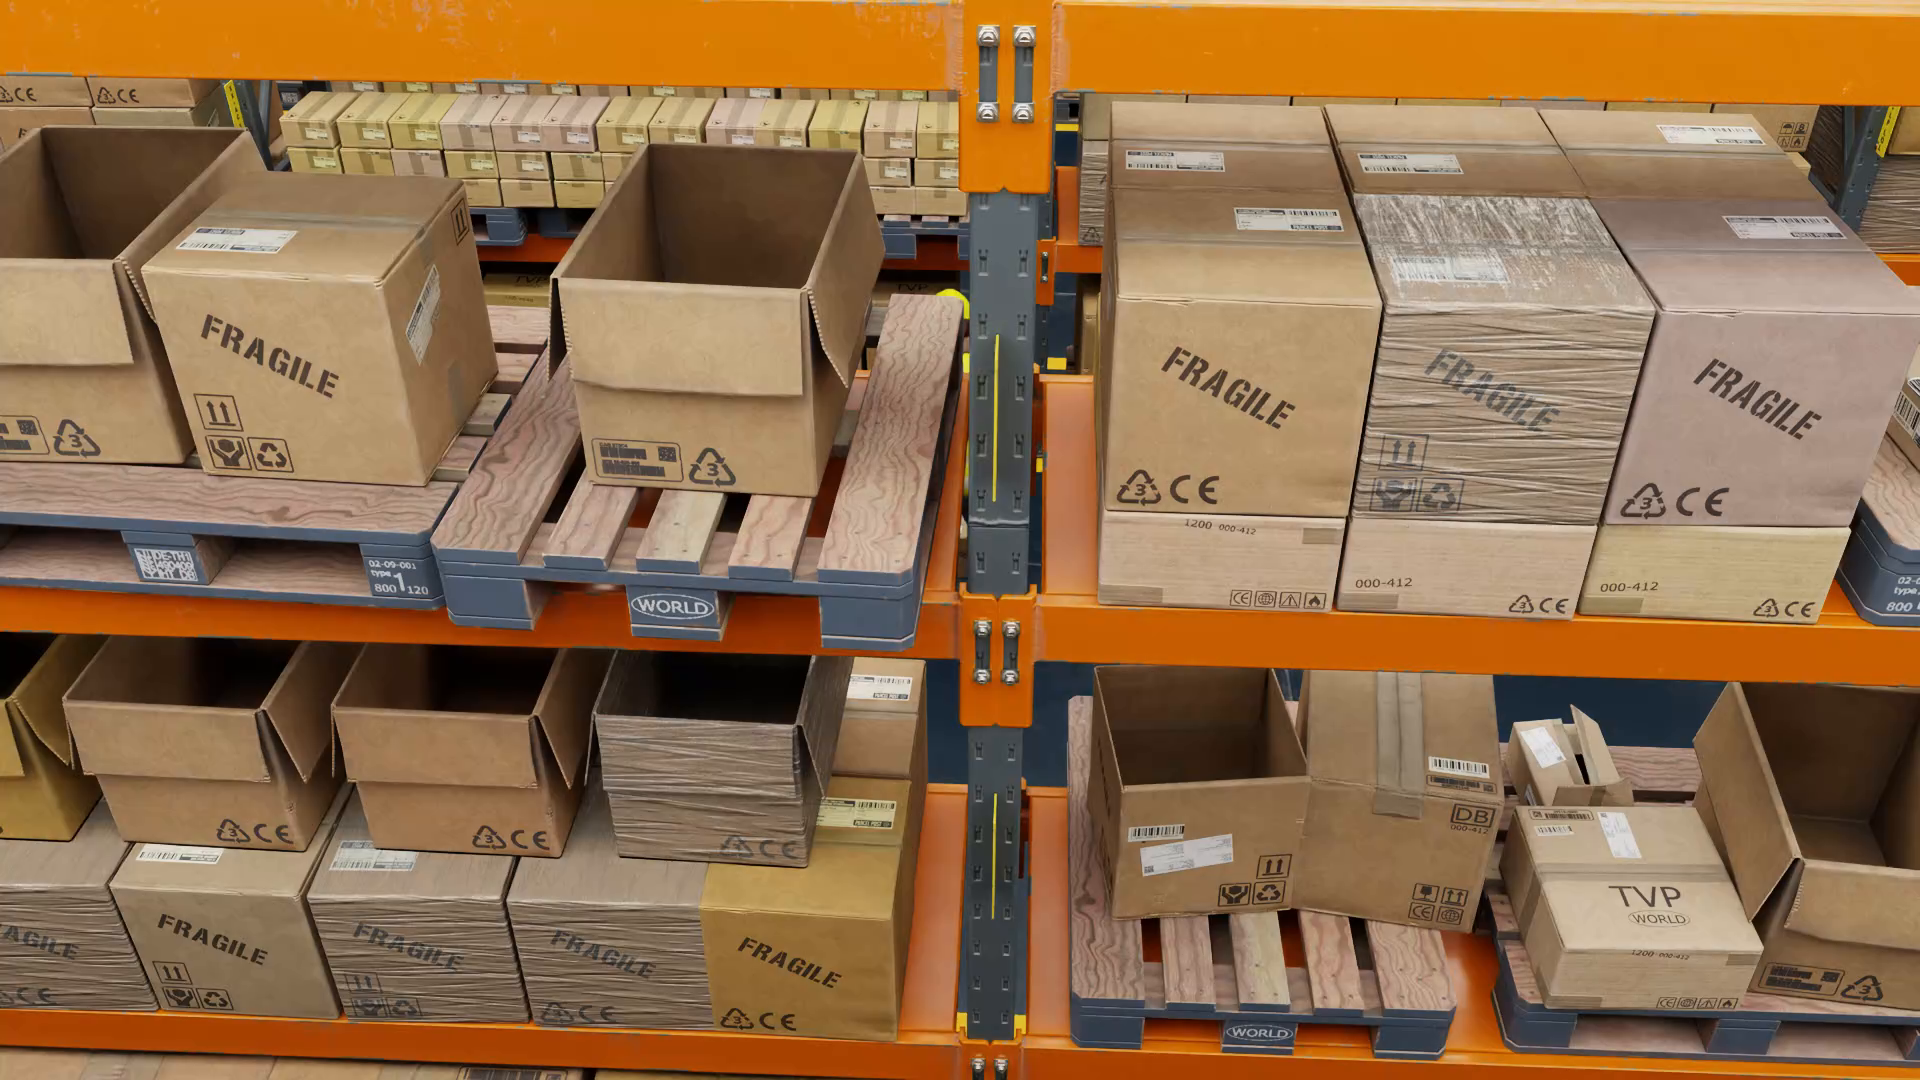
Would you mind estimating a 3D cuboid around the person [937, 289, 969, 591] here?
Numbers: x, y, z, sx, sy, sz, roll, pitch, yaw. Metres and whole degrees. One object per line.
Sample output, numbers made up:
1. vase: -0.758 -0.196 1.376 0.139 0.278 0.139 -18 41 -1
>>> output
1. person: -0.049 -0.322 7.593 0.591 1.718 0.453 2 36 3
